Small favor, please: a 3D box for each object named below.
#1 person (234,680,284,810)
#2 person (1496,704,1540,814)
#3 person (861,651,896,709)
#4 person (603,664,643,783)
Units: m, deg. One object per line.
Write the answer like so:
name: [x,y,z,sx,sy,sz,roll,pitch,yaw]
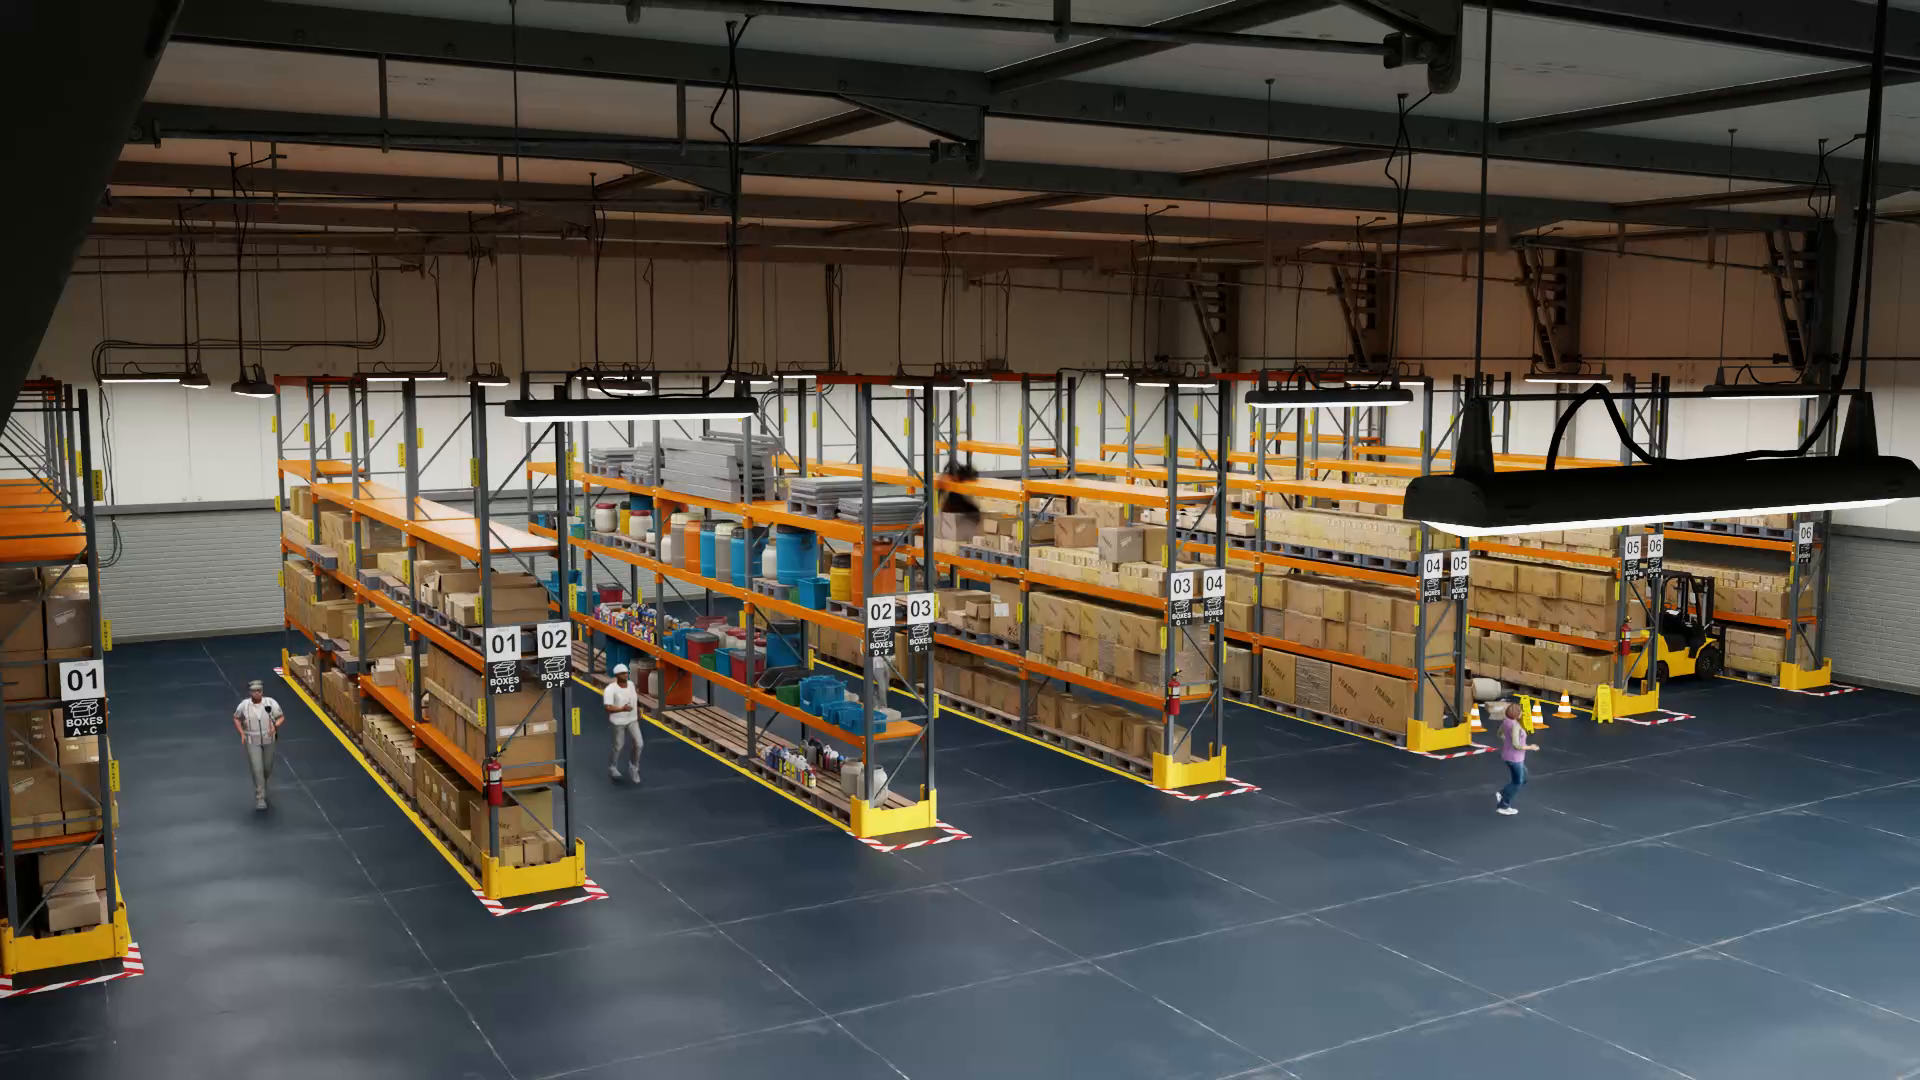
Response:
person: [-9.923,2.845,23.593,0.653,1.782,0.912,-4,7,-30]
person: [7.728,3.033,23.046,0.534,1.557,0.523,1,6,6]
person: [-1.396,2.262,29.308,0.620,1.701,0.725,-4,7,-31]
person: [-5.011,2.744,24.827,0.666,1.811,0.736,-5,8,-41]
